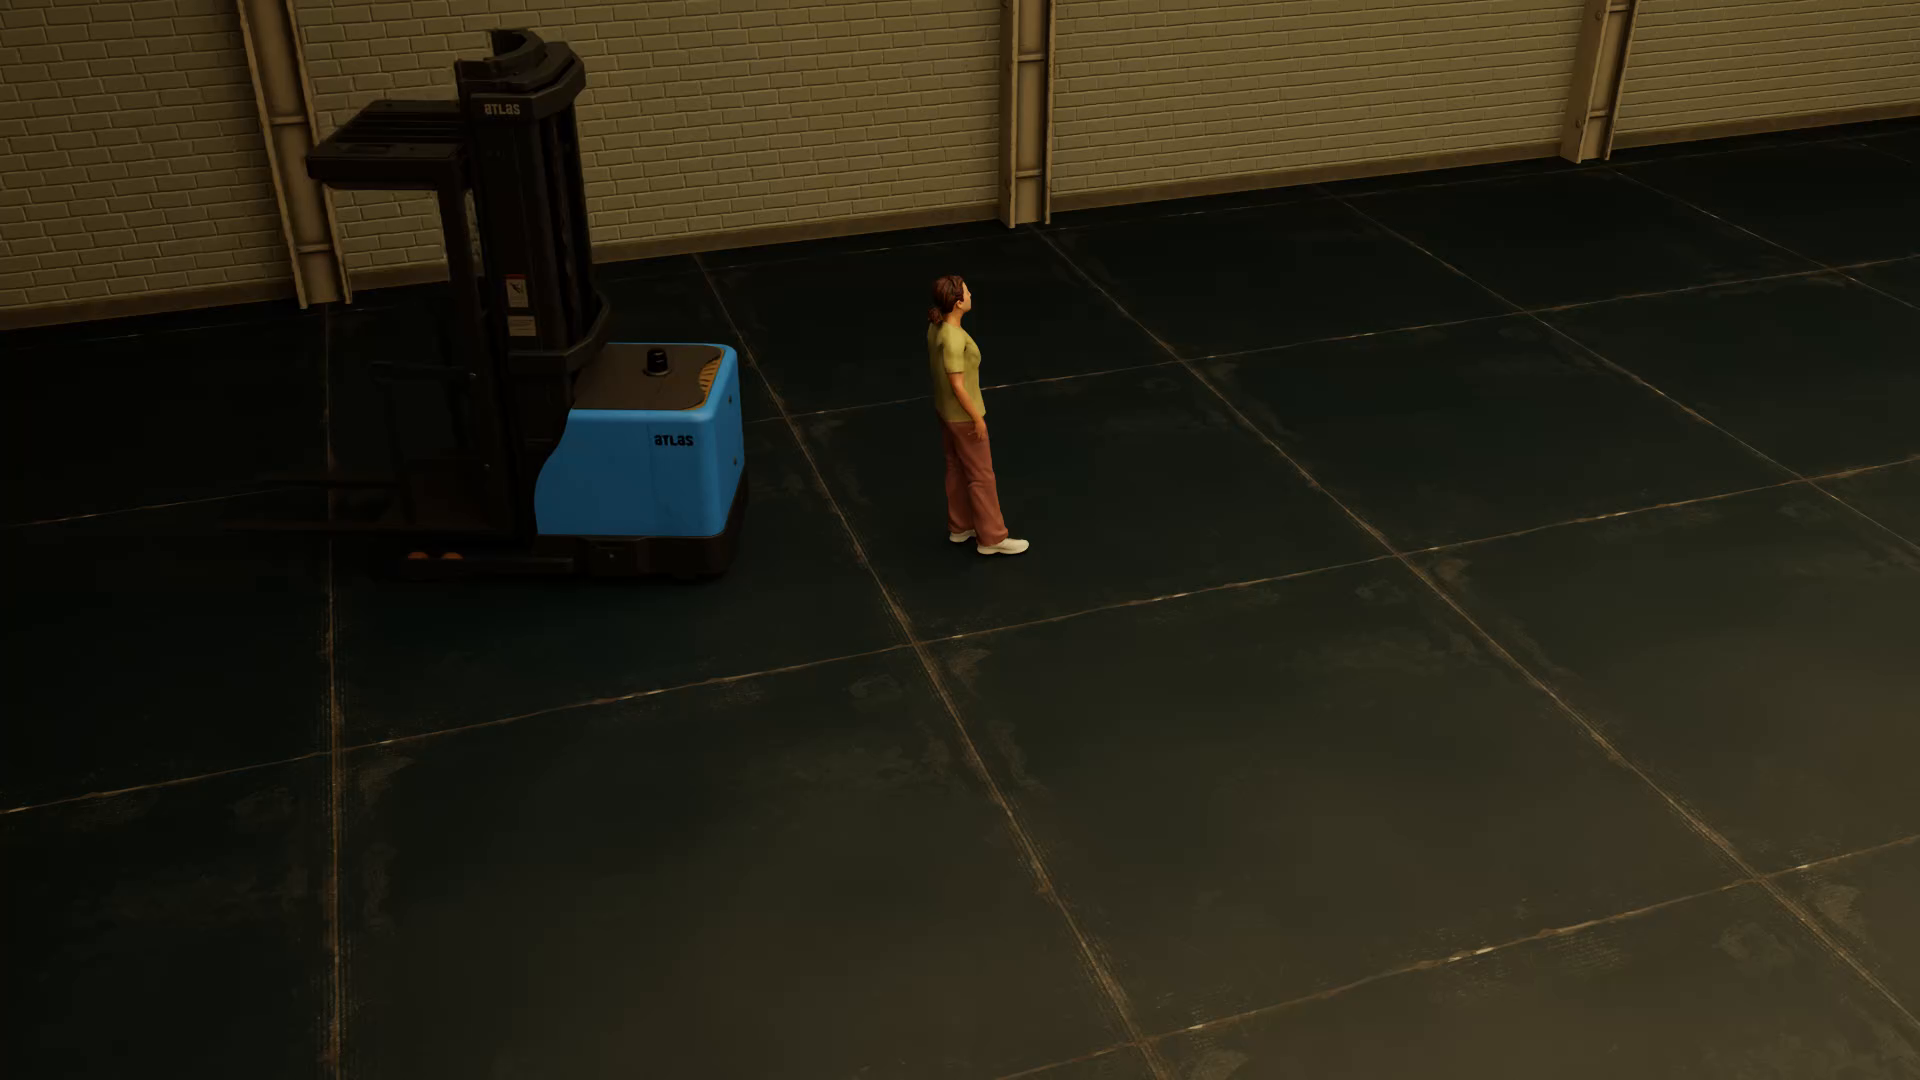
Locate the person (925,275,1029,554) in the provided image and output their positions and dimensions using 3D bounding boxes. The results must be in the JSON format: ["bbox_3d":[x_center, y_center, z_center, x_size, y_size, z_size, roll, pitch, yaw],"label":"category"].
[{"bbox_3d":[0.074,-0.739,9.615,0.548,1.673,0.553,-10,31,-16],"label":"person"}]

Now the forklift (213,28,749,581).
[{"bbox_3d":[-2.839,-1.294,9.337,3.031,2.935,1.130,1,30,1],"label":"forklift"}]
